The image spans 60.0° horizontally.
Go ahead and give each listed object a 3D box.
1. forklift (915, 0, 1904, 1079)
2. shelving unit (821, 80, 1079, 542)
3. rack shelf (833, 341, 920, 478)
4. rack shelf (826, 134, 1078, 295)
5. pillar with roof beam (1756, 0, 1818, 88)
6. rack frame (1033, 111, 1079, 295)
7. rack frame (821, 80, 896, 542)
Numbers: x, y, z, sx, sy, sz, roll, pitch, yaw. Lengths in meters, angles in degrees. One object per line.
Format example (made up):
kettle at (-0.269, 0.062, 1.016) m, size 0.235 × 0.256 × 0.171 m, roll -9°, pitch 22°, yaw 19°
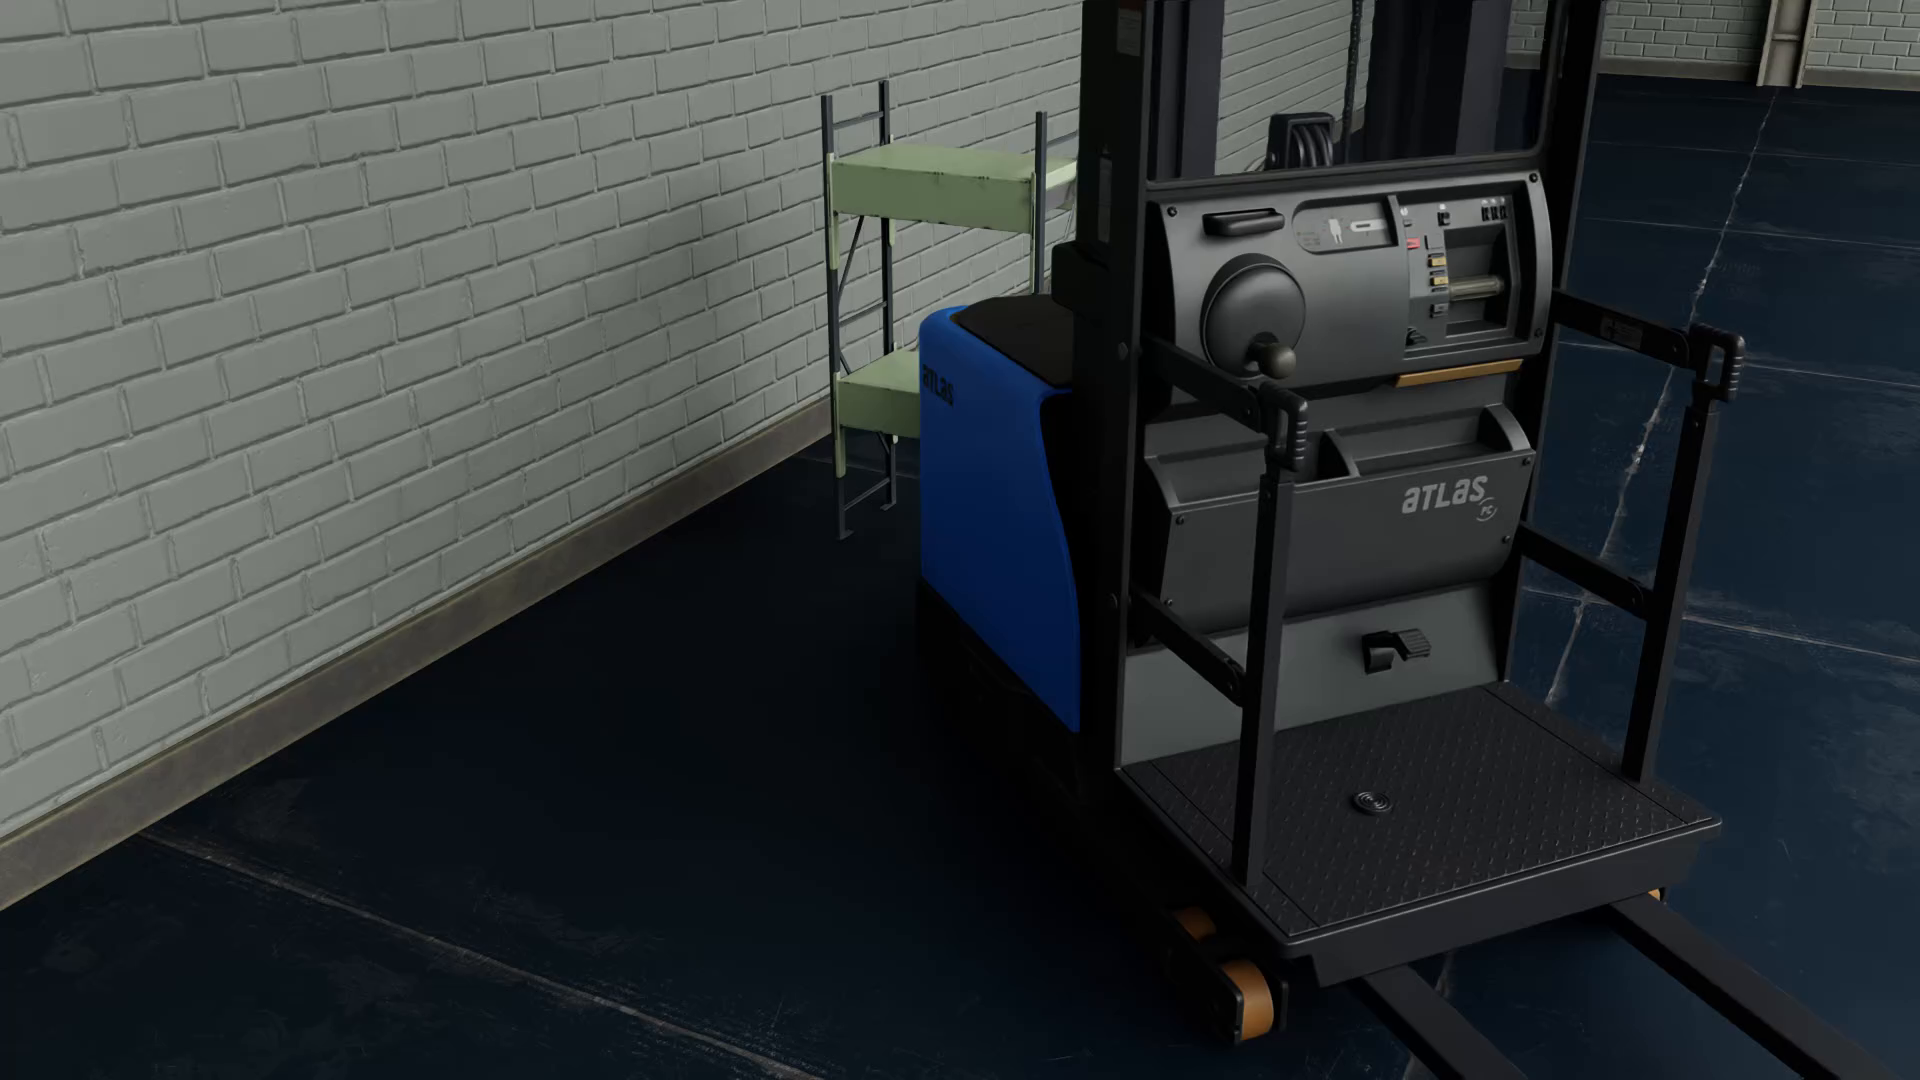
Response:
forklift at (0.912, -0.523, 3.236) m, size 1.130 × 2.935 × 3.031 m, roll -9°, pitch 25°, yaw -21°
shelving unit at (-0.006, -0.691, 5.459) m, size 0.755 × 1.500 × 0.431 m, roll 11°, pitch 25°, yaw 25°
rack shelf at (-0.006, -0.391, 5.587) m, size 0.720 × 0.370 × 0.431 m, roll 11°, pitch 25°, yaw 25°
rack shelf at (-0.006, -1.050, 5.307) m, size 0.720 × 0.370 × 0.431 m, roll 11°, pitch 25°, yaw 25°
pillar with roof beam at (5.999, -7.050, 10.830) m, size 0.400 × 9.000 × 9.100 m, roll 11°, pitch 25°, yaw 25°
rack frame at (0.321, -0.627, 5.307) m, size 0.023 × 1.500 × 0.400 m, roll 11°, pitch 25°, yaw 25°
rack frame at (-0.333, -0.756, 5.611) m, size 0.023 × 1.500 × 0.400 m, roll 11°, pitch 25°, yaw 25°
